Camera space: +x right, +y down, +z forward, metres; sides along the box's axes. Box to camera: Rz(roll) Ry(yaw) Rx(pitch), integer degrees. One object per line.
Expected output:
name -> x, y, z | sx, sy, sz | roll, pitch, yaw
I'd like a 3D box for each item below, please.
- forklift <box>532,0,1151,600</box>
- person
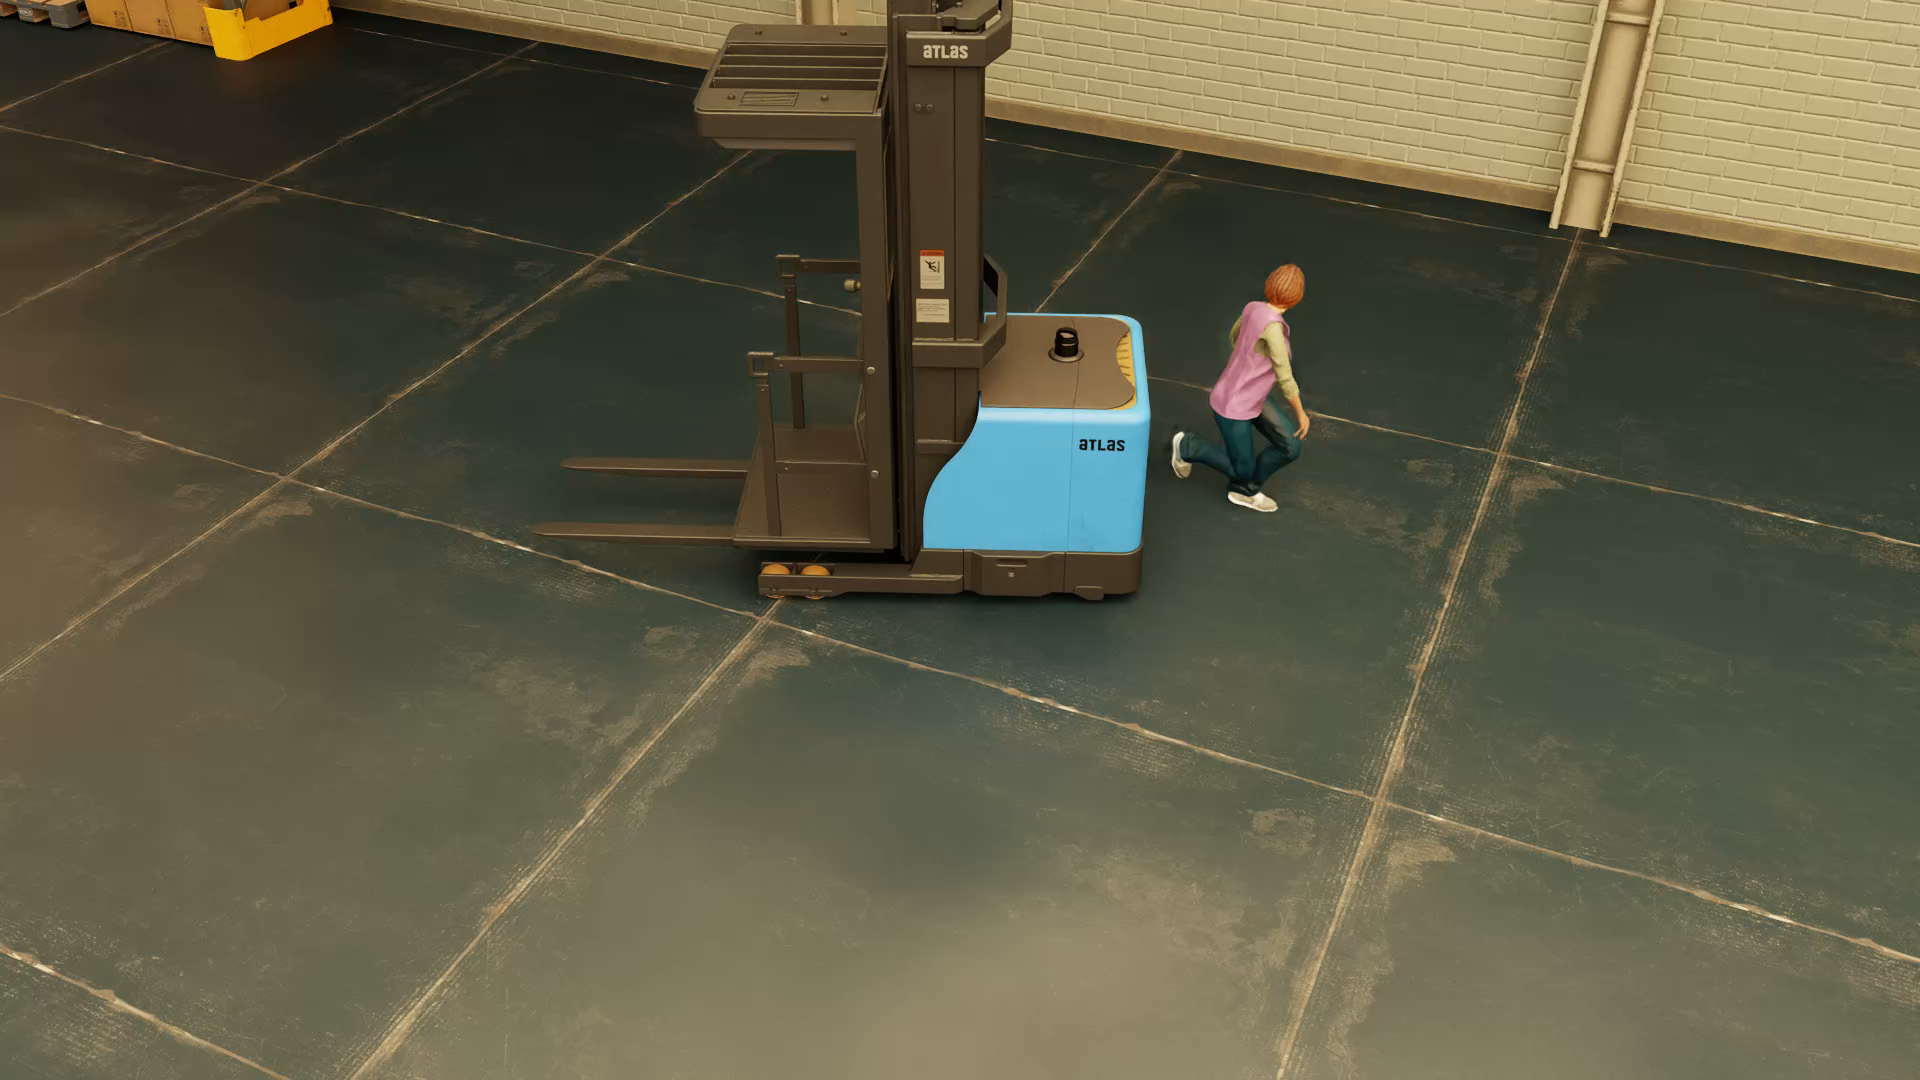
forklift -> -0.608, -1.208, 7.780 | 3.031, 2.935, 1.130 | 1, 36, 2
person -> 1.479, -0.782, 8.555 | 0.730, 1.375, 0.543 | 15, 38, 19
